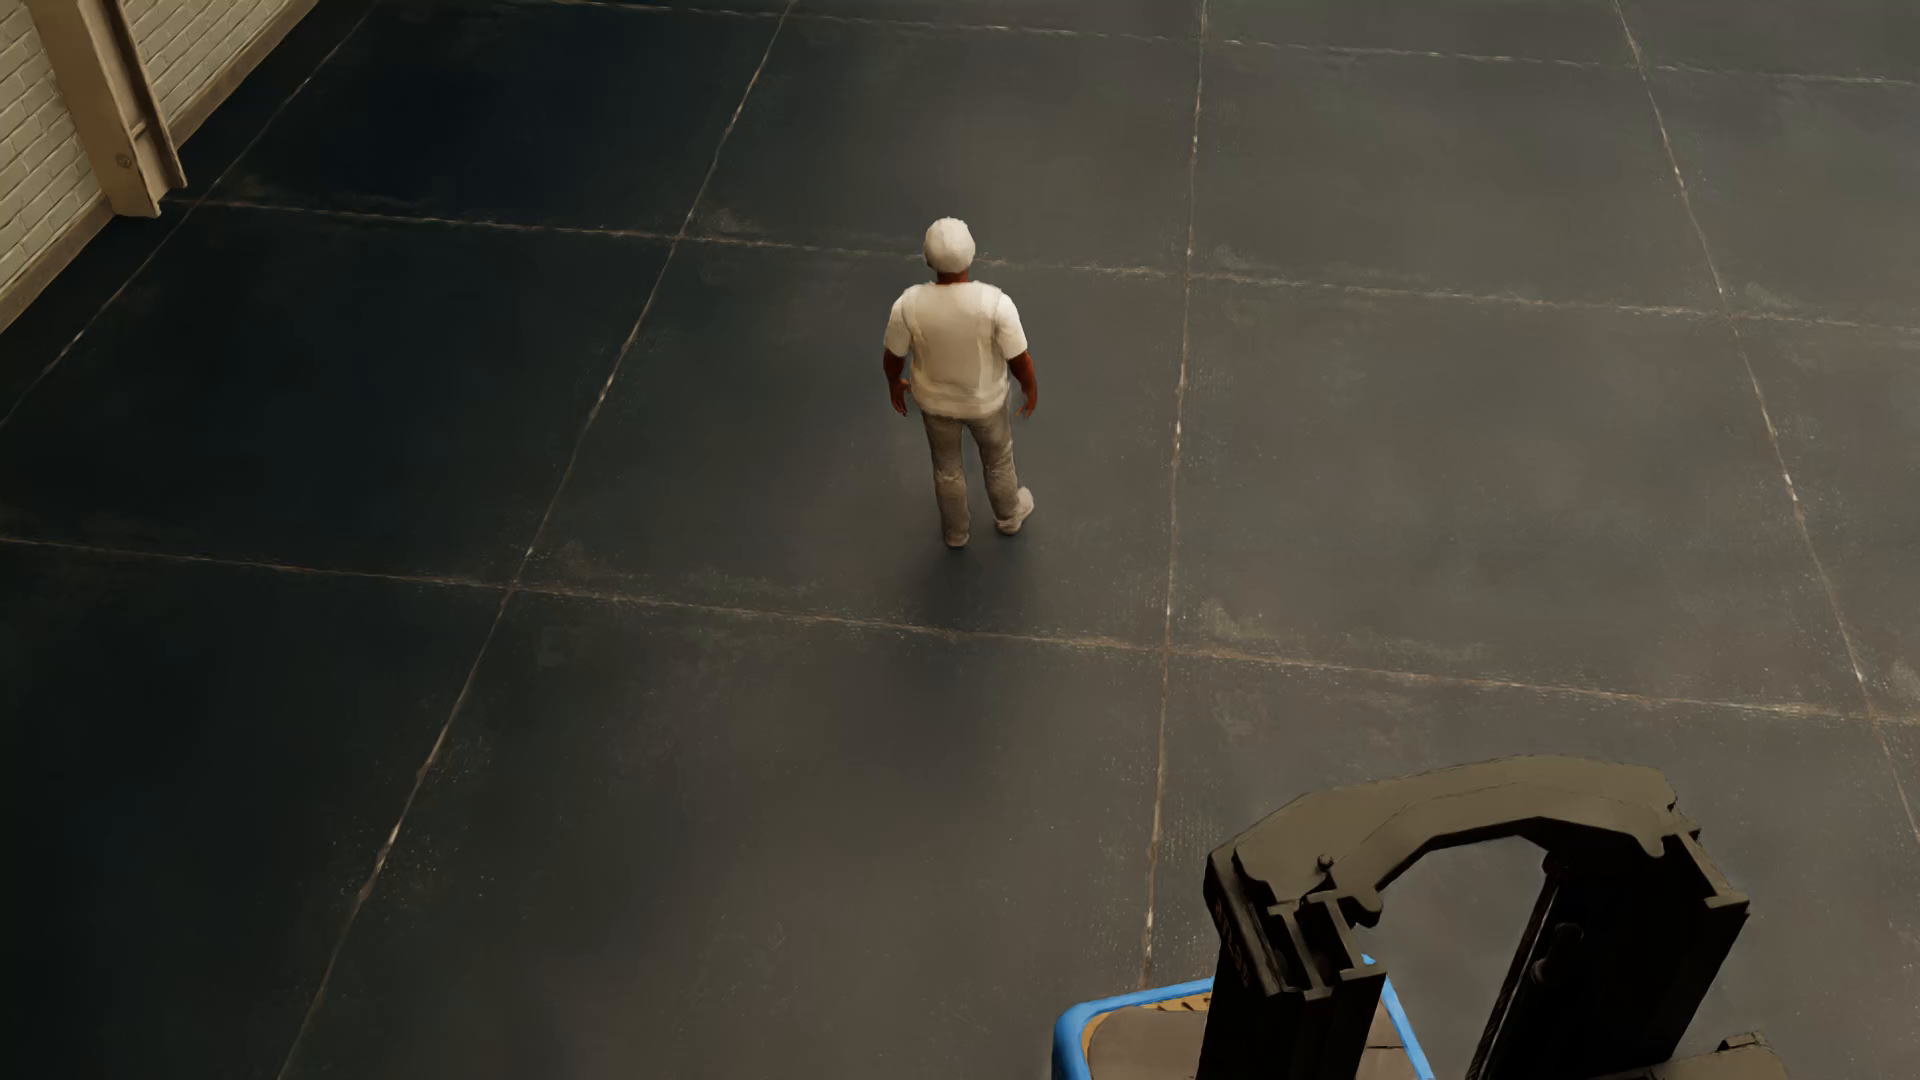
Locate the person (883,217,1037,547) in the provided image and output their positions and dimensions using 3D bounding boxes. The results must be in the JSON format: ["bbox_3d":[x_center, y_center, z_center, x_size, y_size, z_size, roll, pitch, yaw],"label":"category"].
[{"bbox_3d":[0.015,-0.702,7.339,0.665,1.766,0.576,5,43,6],"label":"person"}]

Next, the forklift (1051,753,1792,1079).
[{"bbox_3d":[1.073,1.977,3.573,1.130,2.935,3.031,-8,43,-9],"label":"forklift"}]
